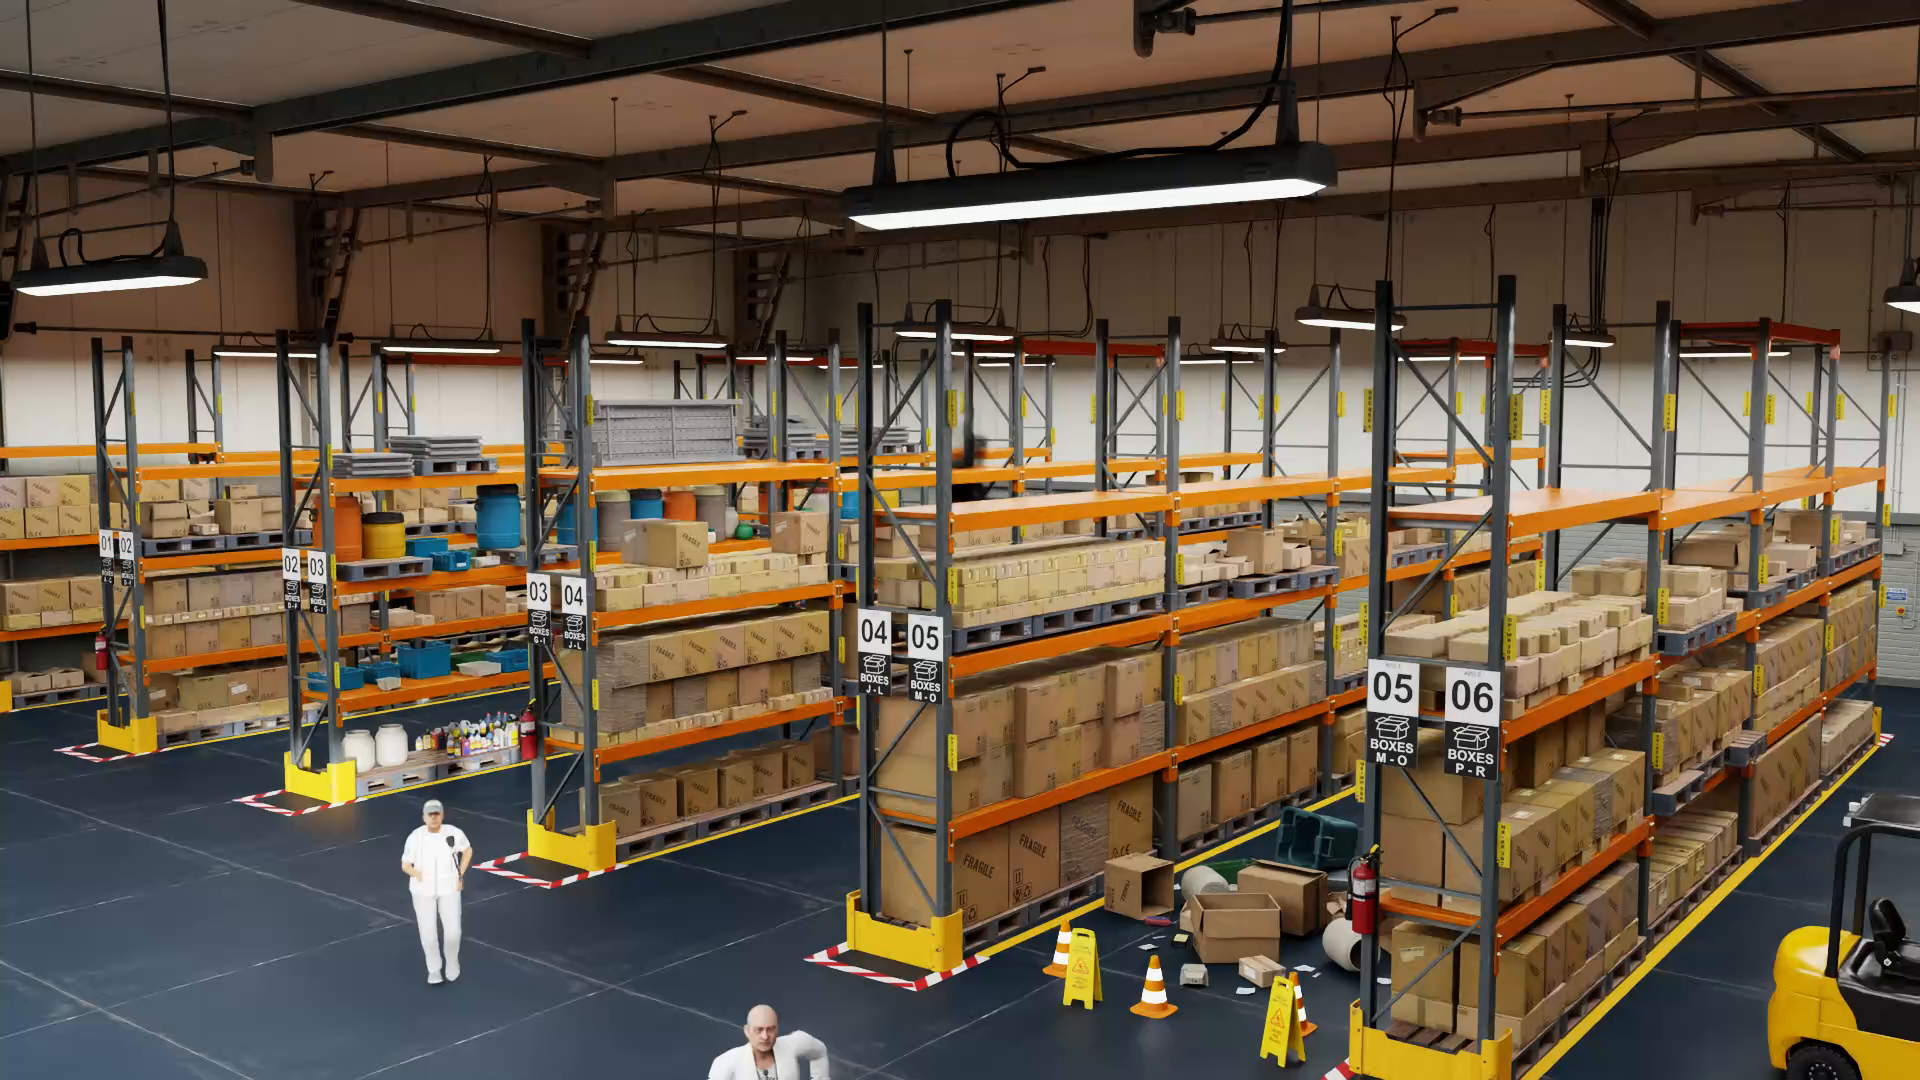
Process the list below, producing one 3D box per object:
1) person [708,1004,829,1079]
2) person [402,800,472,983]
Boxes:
[{"bbox_3d":[-1.078,3.467,9.409,0.751,1.781,0.893,-1,5,-12],"label":"person"},{"bbox_3d":[-4.553,3.091,14.499,0.592,1.620,0.565,-1,5,-17],"label":"person"}]
